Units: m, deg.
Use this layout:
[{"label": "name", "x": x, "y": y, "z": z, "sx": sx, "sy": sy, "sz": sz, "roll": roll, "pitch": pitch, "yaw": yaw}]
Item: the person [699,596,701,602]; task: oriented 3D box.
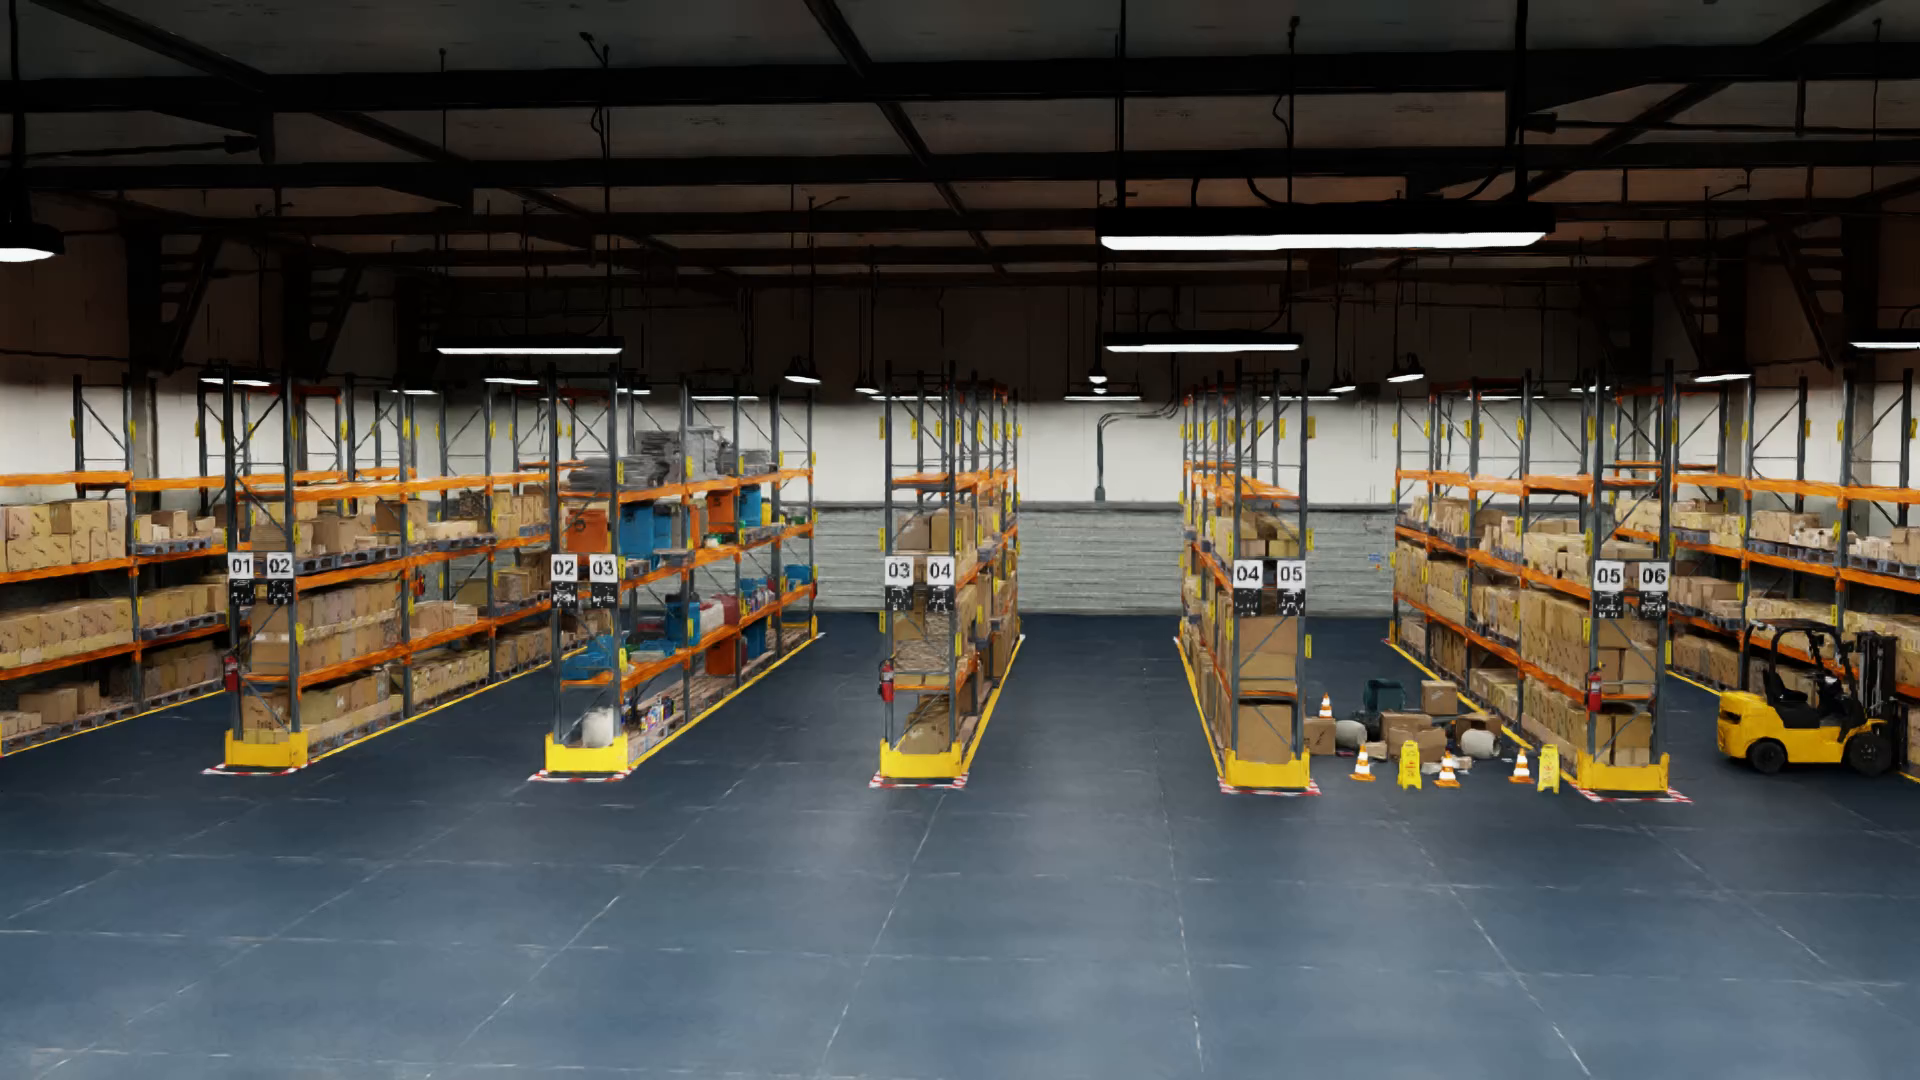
[{"label": "person", "x": -5.991, "y": 1.753, "z": 36.743, "sx": 0.543, "sy": 1.648, "sz": 1.115, "roll": 0, "pitch": 4, "yaw": 7}]

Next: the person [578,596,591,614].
[{"label": "person", "x": -9.588, "y": 1.364, "z": 43.014, "sx": 0.521, "sy": 1.611, "sz": 0.938, "roll": 2, "pitch": 4, "yaw": 26}]

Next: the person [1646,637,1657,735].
[{"label": "person", "x": 11.334, "y": 2.396, "z": 27.331, "sx": 0.449, "sy": 1.599, "sz": 0.467, "roll": 3, "pitch": 5, "yaw": 36}]
